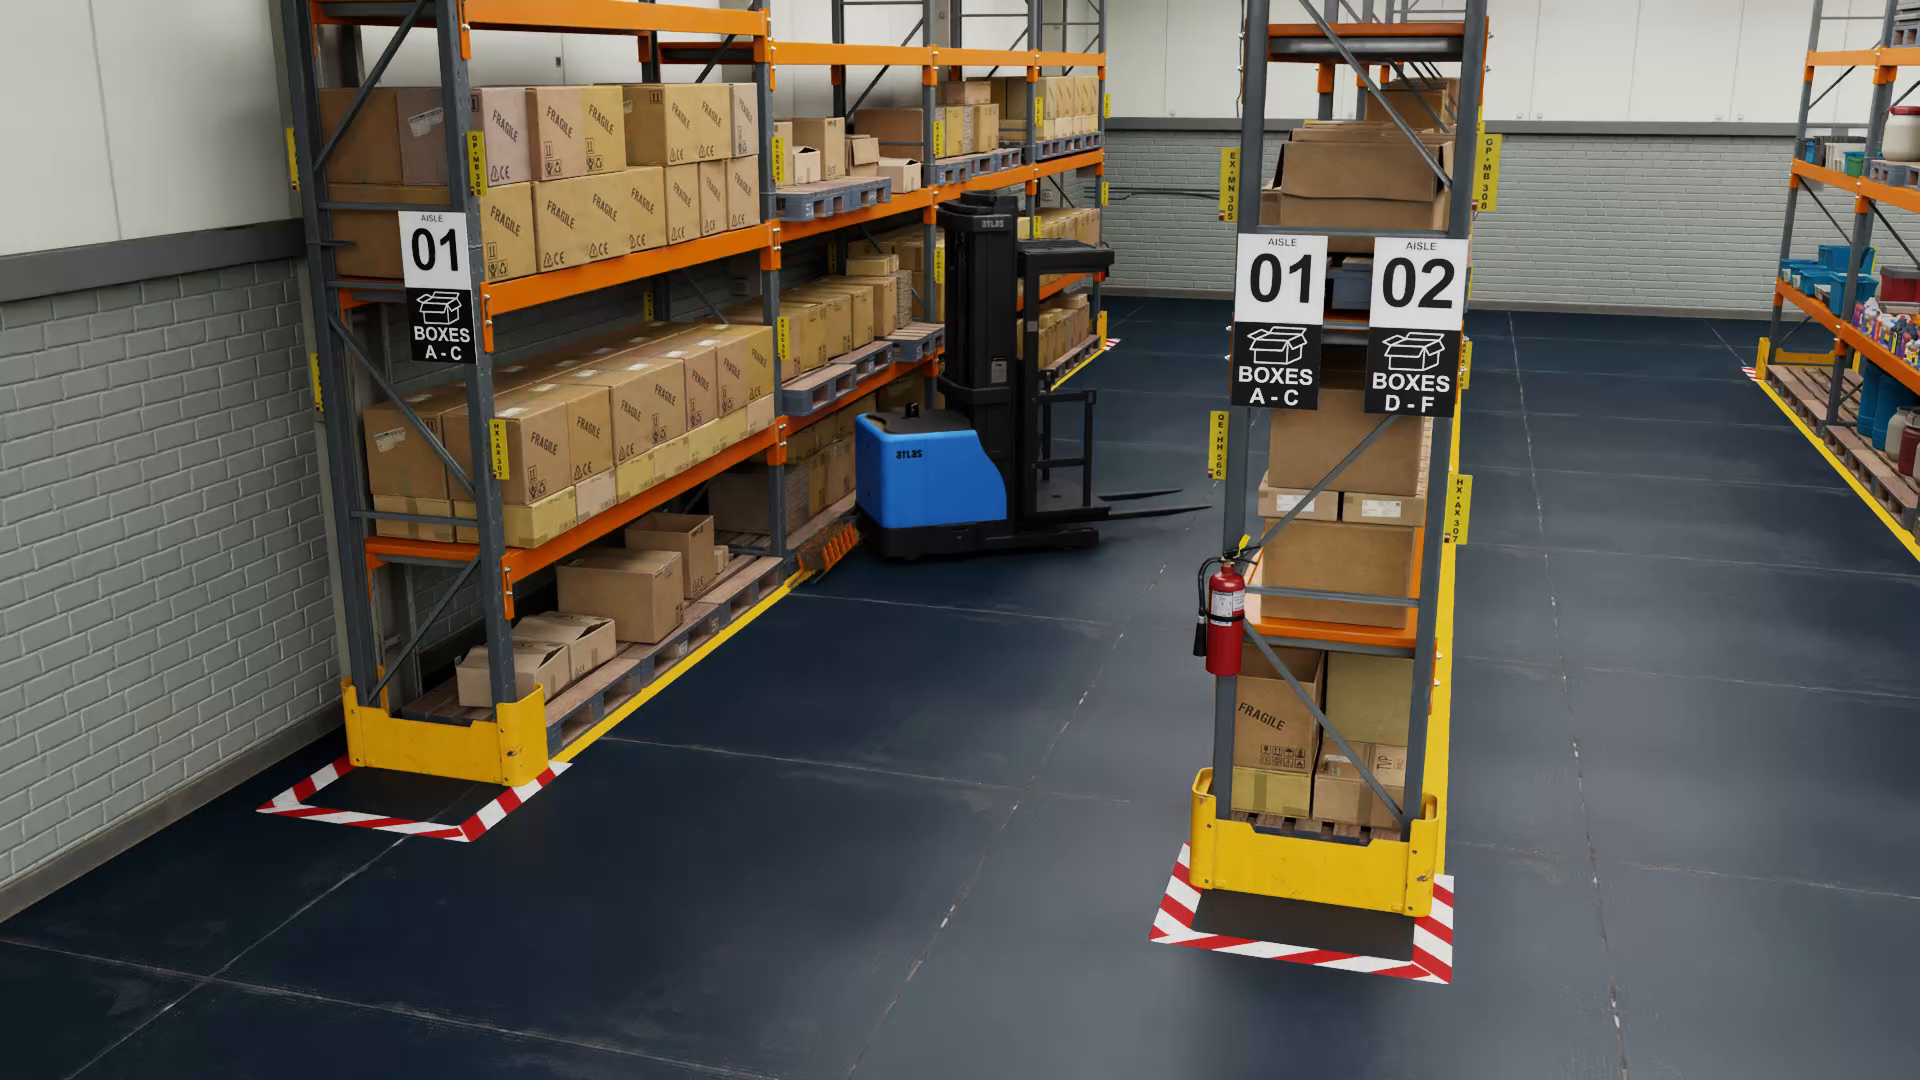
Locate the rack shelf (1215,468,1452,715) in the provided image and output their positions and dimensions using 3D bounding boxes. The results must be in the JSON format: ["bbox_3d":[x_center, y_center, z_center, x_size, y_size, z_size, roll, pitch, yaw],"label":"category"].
[{"bbox_3d":[2.312,0.093,9.822,1.077,0.370,4.000,5,16,16],"label":"rack shelf"}]

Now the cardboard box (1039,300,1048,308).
[{"bbox_3d":[0.995,-3.203,22.747,0.380,0.149,0.250,5,17,17],"label":"cardboard box"}]

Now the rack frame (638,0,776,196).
[{"bbox_3d":[-1.870,-4.045,12.101,1.000,3.000,0.127,5,16,16],"label":"rack frame"}]

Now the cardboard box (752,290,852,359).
[{"bbox_3d":[-1.370,-1.870,14.435,0.700,0.500,0.500,7,17,24],"label":"cardboard box"}]

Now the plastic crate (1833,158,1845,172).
[{"bbox_3d":[9.899,-4.162,18.494,0.293,0.136,0.466,5,16,16],"label":"plastic crate"}]

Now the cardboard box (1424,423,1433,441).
[{"bbox_3d":[2.500,-0.578,9.498,0.380,0.149,0.250,5,17,16],"label":"cardboard box"}]

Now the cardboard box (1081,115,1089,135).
[{"bbox_3d":[1.440,-5.571,22.300,0.500,0.250,0.500,4,16,14],"label":"cardboard box"}]

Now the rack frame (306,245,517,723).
[{"bbox_3d":[-3.006,-0.113,9.230,1.000,3.000,0.127,5,16,16],"label":"rack frame"}]

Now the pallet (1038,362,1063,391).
[{"bbox_3d":[0.695,-2.104,21.359,1.003,0.211,1.213,5,16,16],"label":"pallet"}]

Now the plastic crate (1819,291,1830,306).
[{"bbox_3d":[9.963,-2.694,18.725,0.437,0.125,0.590,5,16,16],"label":"plastic crate"}]

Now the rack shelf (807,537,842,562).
[{"bbox_3d":[-1.102,0.089,13.382,0.258,0.180,0.103,-8,16,20],"label":"rack shelf"}]

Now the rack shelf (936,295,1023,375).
[{"bbox_3d":[-0.165,-2.383,18.552,1.077,0.370,4.000,5,16,16],"label":"rack shelf"}]

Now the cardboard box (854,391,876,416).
[{"bbox_3d":[-1.110,-1.239,15.601,0.500,0.250,0.500,5,17,17],"label":"cardboard box"}]

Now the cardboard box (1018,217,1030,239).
[{"bbox_3d":[0.516,-3.672,19.638,0.500,0.250,0.500,5,17,17],"label":"cardboard box"}]

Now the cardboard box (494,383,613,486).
[{"bbox_3d":[-2.433,-0.641,9.957,0.500,0.500,0.500,5,16,16],"label":"cardboard box"}]

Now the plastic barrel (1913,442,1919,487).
[{"bbox_3d":[8.963,-0.727,15.184,0.421,0.512,0.421,0,16,0],"label":"plastic barrel"}]

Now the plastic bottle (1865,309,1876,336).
[{"bbox_3d":[9.242,-2.207,16.848,0.097,0.271,0.097,0,16,0],"label":"plastic bottle"}]

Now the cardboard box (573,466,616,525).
[{"bbox_3d":[-2.430,-0.290,10.094,0.500,0.250,0.500,4,16,14],"label":"cardboard box"}]

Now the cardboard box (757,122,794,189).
[{"bbox_3d":[-1.638,-2.989,12.922,0.500,0.500,0.500,7,17,24],"label":"cardboard box"}]

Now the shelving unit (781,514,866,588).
[{"bbox_3d":[-1.089,0.075,13.422,0.258,0.189,1.200,-8,16,20],"label":"shelving unit"}]

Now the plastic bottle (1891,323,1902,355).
[{"bbox_3d":[8.887,-1.903,15.754,0.061,0.283,0.133,5,16,16],"label":"plastic bottle"}]

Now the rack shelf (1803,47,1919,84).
[{"bbox_3d":[10.471,-5.355,18.769,1.077,0.370,4.000,5,16,16],"label":"rack shelf"}]

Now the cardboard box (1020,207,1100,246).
[{"bbox_3d":[1.405,-4.309,23.474,0.980,0.700,0.700,5,17,18],"label":"cardboard box"}]

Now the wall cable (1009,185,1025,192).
[{"bbox_3d":[0.997,-5.196,25.289,0.084,1.984,1.851,5,16,16],"label":"wall cable"}]

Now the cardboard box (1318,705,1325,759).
[{"bbox_3d":[1.744,1.096,9.237,0.500,0.250,0.500,5,16,16],"label":"cardboard box"}]

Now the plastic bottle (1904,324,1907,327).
[{"bbox_3d":[8.945,-1.898,15.737,0.061,0.283,0.133,5,16,16],"label":"plastic bottle"}]

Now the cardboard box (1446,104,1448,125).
[{"bbox_3d":[4.772,-4.308,17.387,0.600,0.600,0.600,4,16,15],"label":"cardboard box"}]

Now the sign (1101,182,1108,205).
[{"bbox_3d":[2.057,-4.924,23.637,0.100,0.325,0.005,5,16,16],"label":"sign"}]

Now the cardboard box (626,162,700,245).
[{"bbox_3d":[-2.053,-2.230,10.976,0.500,0.500,0.500,4,16,14],"label":"cardboard box"}]

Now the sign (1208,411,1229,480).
[{"bbox_3d":[1.228,-0.446,7.850,0.100,0.325,0.005,5,16,16],"label":"sign"}]

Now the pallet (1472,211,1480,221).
[{"bbox_3d":[3.595,-2.698,13.192,1.003,0.211,1.213,5,17,18],"label":"pallet"}]

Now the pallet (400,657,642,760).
[{"bbox_3d":[-2.720,0.999,10.420,1.003,0.211,1.213,5,16,16],"label":"pallet"}]

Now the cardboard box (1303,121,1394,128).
[{"bbox_3d":[2.485,-2.425,10.677,0.500,0.500,0.500,6,17,20],"label":"cardboard box"}]

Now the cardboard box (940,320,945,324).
[{"bbox_3d":[-0.337,-2.228,17.111,0.380,0.149,0.250,5,17,17],"label":"cardboard box"}]

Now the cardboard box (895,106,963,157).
[{"bbox_3d":[-0.380,-4.326,17.599,0.700,0.500,0.500,6,17,19],"label":"cardboard box"}]

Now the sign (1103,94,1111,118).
[{"bbox_3d":[2.057,-6.084,23.308,0.100,0.325,0.005,5,16,16],"label":"sign"}]

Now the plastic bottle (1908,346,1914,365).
[{"bbox_3d":[8.726,-1.697,15.181,0.097,0.201,0.097,0,16,0],"label":"plastic bottle"}]

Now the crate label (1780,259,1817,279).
[{"bbox_3d":[10.653,-3.440,21.156,0.416,0.233,0.303,5,16,16],"label":"crate label"}]

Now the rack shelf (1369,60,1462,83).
[{"bbox_3d":[4.586,-4.693,16.437,1.077,0.370,4.000,5,16,16],"label":"rack shelf"}]

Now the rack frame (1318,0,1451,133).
[{"bbox_3d":[2.881,-3.662,10.750,1.000,3.000,0.127,5,16,16],"label":"rack frame"}]

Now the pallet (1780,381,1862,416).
[{"bbox_3d":[10.419,-1.658,19.788,1.003,0.211,1.213,5,16,16],"label":"pallet"}]

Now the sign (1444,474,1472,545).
[{"bbox_3d":[2.274,-0.140,7.593,0.100,0.325,0.005,5,16,16],"label":"sign"}]

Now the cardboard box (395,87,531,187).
[{"bbox_3d":[-2.664,-2.177,8.957,0.500,0.500,0.500,3,16,12],"label":"cardboard box"}]

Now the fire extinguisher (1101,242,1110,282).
[{"bbox_3d":[2.026,-4.086,24.062,0.296,0.674,0.183,5,16,16],"label":"fire extinguisher"}]

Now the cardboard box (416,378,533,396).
[{"bbox_3d":[-2.924,-0.682,10.100,0.500,0.500,0.500,5,17,17],"label":"cardboard box"}]

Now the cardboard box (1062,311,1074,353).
[{"bbox_3d":[1.153,-2.845,22.673,0.700,0.500,0.500,4,16,14],"label":"cardboard box"}]

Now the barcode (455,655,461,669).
[{"bbox_3d":[-3.102,0.755,10.275,0.001,0.075,0.075,5,16,16],"label":"barcode"}]

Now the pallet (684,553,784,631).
[{"bbox_3d":[-2.027,0.361,12.671,1.003,0.211,1.213,5,16,16],"label":"pallet"}]

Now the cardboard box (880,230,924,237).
[{"bbox_3d":[-0.553,-3.175,17.888,0.500,0.250,0.500,4,16,14],"label":"cardboard box"}]

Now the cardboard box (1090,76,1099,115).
[{"bbox_3d":[1.594,-6.068,22.676,0.500,0.500,0.500,5,16,16],"label":"cardboard box"}]

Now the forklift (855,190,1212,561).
[{"bbox_3d":[0.667,-1.454,14.086,3.031,2.935,1.130,-5,17,-17],"label":"forklift"}]
